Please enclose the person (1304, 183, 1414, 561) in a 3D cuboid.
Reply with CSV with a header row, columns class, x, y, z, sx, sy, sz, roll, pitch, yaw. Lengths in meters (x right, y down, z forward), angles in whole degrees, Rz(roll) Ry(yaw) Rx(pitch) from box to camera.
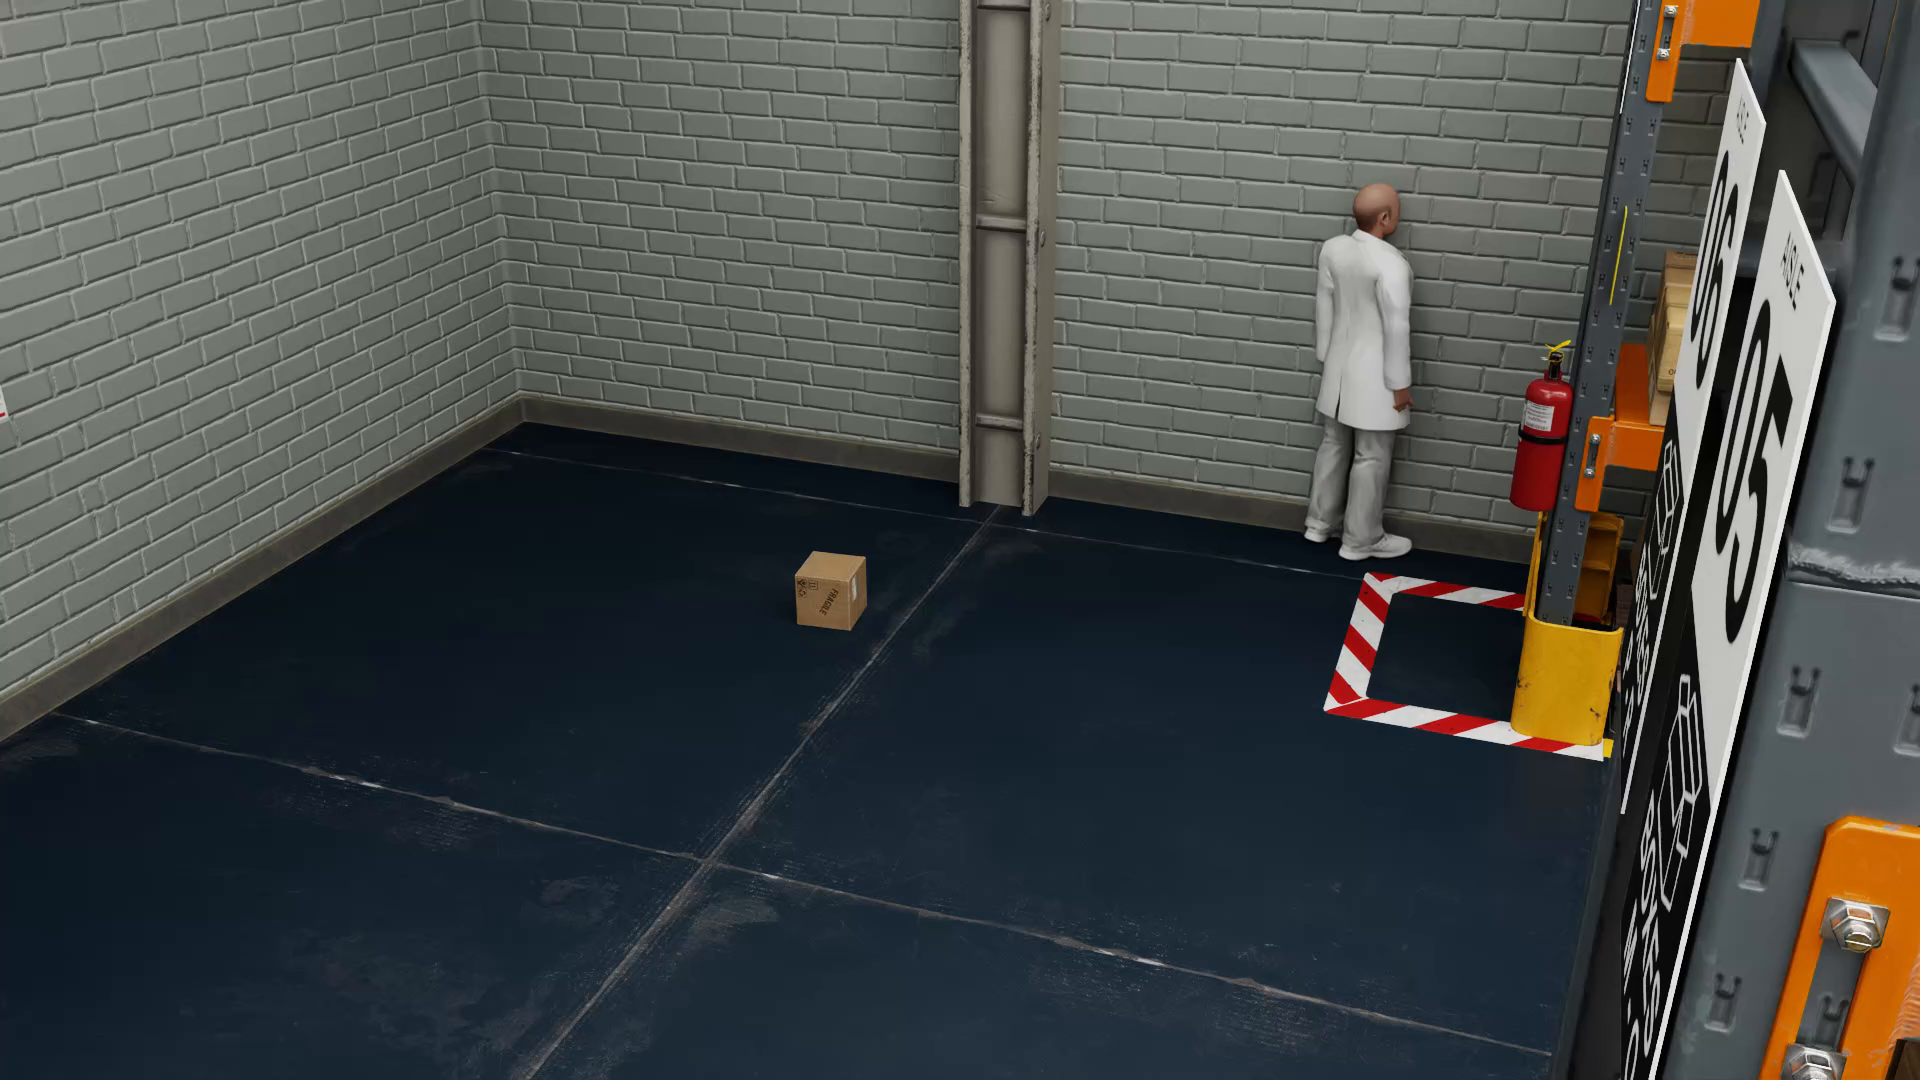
class,x,y,z,sx,sy,sz,roll,pitch,yaw
person,1.919,-0.776,7.762,0.404,1.807,0.571,-13,28,-25
